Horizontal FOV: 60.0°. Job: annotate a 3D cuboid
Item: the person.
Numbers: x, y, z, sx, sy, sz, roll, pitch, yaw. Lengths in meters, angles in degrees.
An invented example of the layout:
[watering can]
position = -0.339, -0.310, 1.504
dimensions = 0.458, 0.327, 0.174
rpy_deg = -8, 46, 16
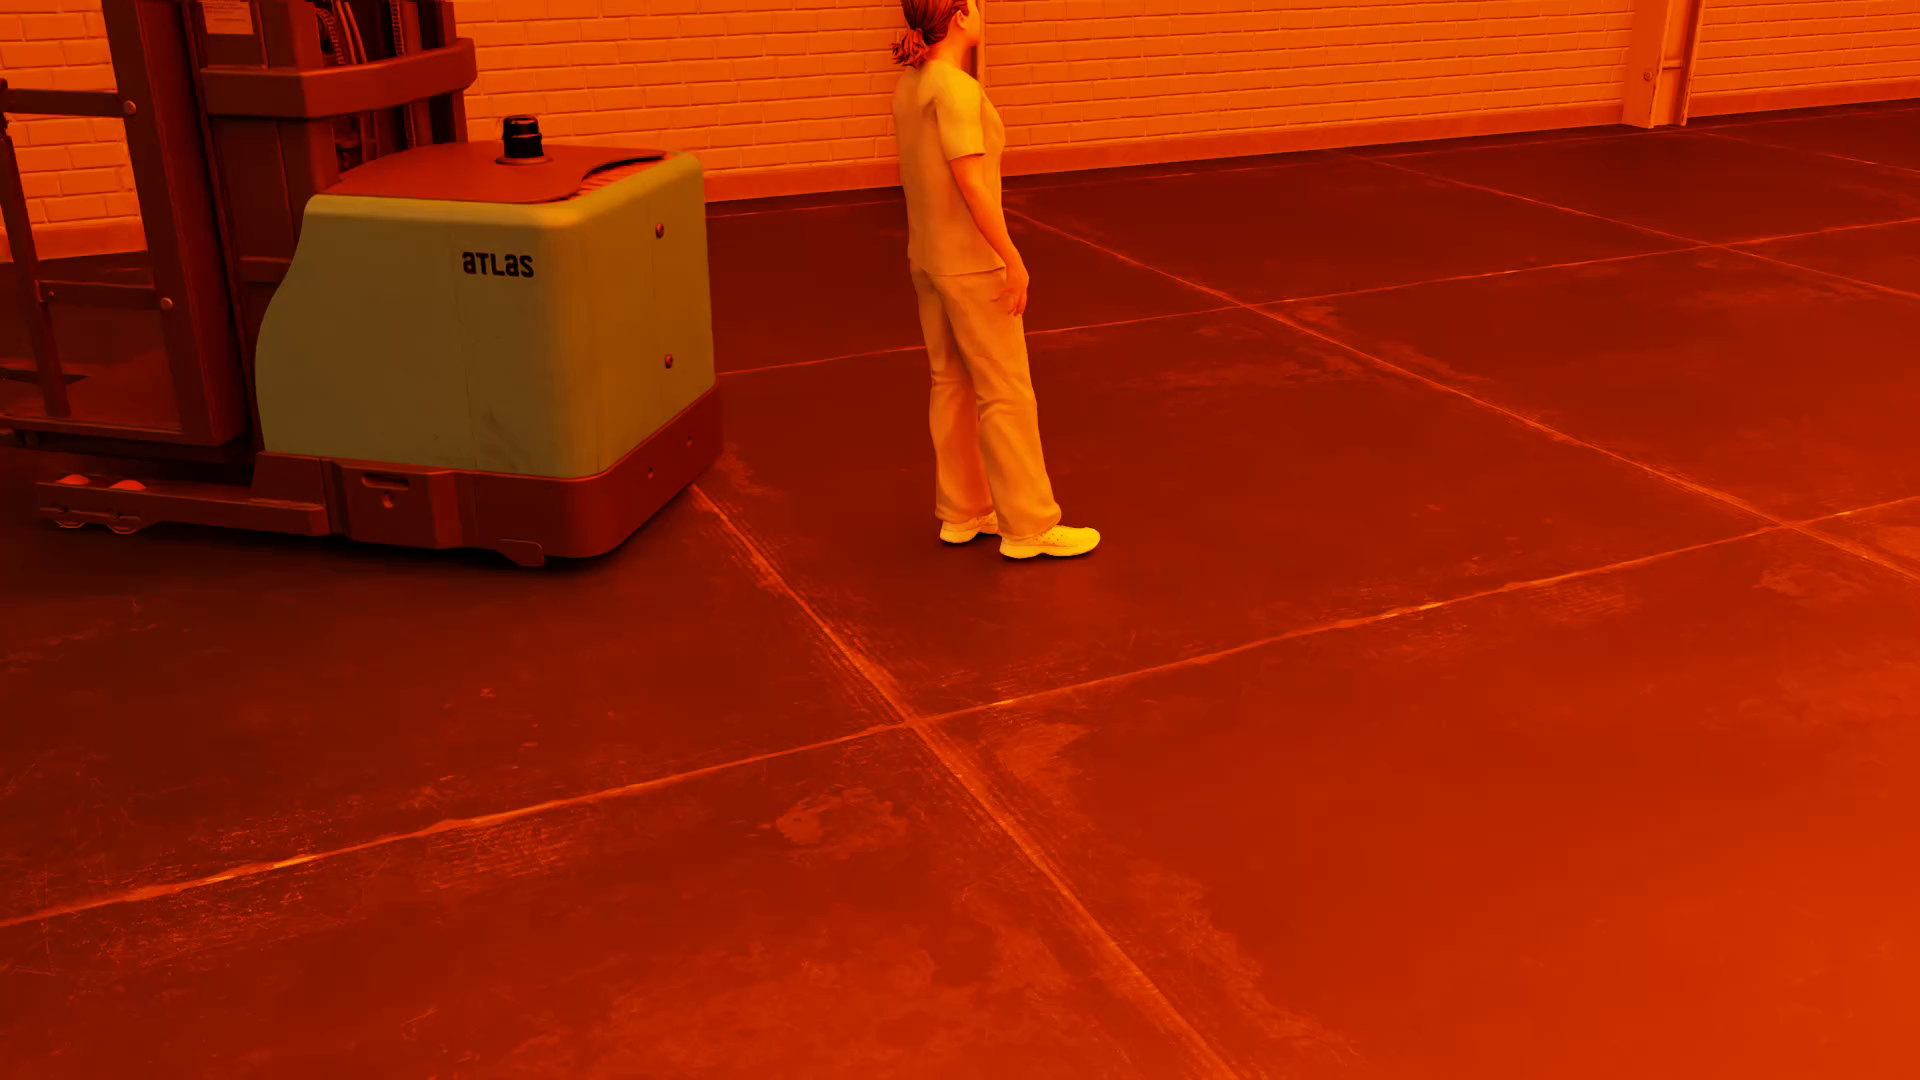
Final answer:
[person]
position = 0.073, -0.788, 4.800
dimensions = 0.548, 1.673, 0.550
rpy_deg = -10, 25, -23

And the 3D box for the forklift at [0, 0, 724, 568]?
[forklift]
position = -2.376, -1.560, 5.041
dimensions = 3.031, 2.935, 1.130
rpy_deg = 5, 23, 13
